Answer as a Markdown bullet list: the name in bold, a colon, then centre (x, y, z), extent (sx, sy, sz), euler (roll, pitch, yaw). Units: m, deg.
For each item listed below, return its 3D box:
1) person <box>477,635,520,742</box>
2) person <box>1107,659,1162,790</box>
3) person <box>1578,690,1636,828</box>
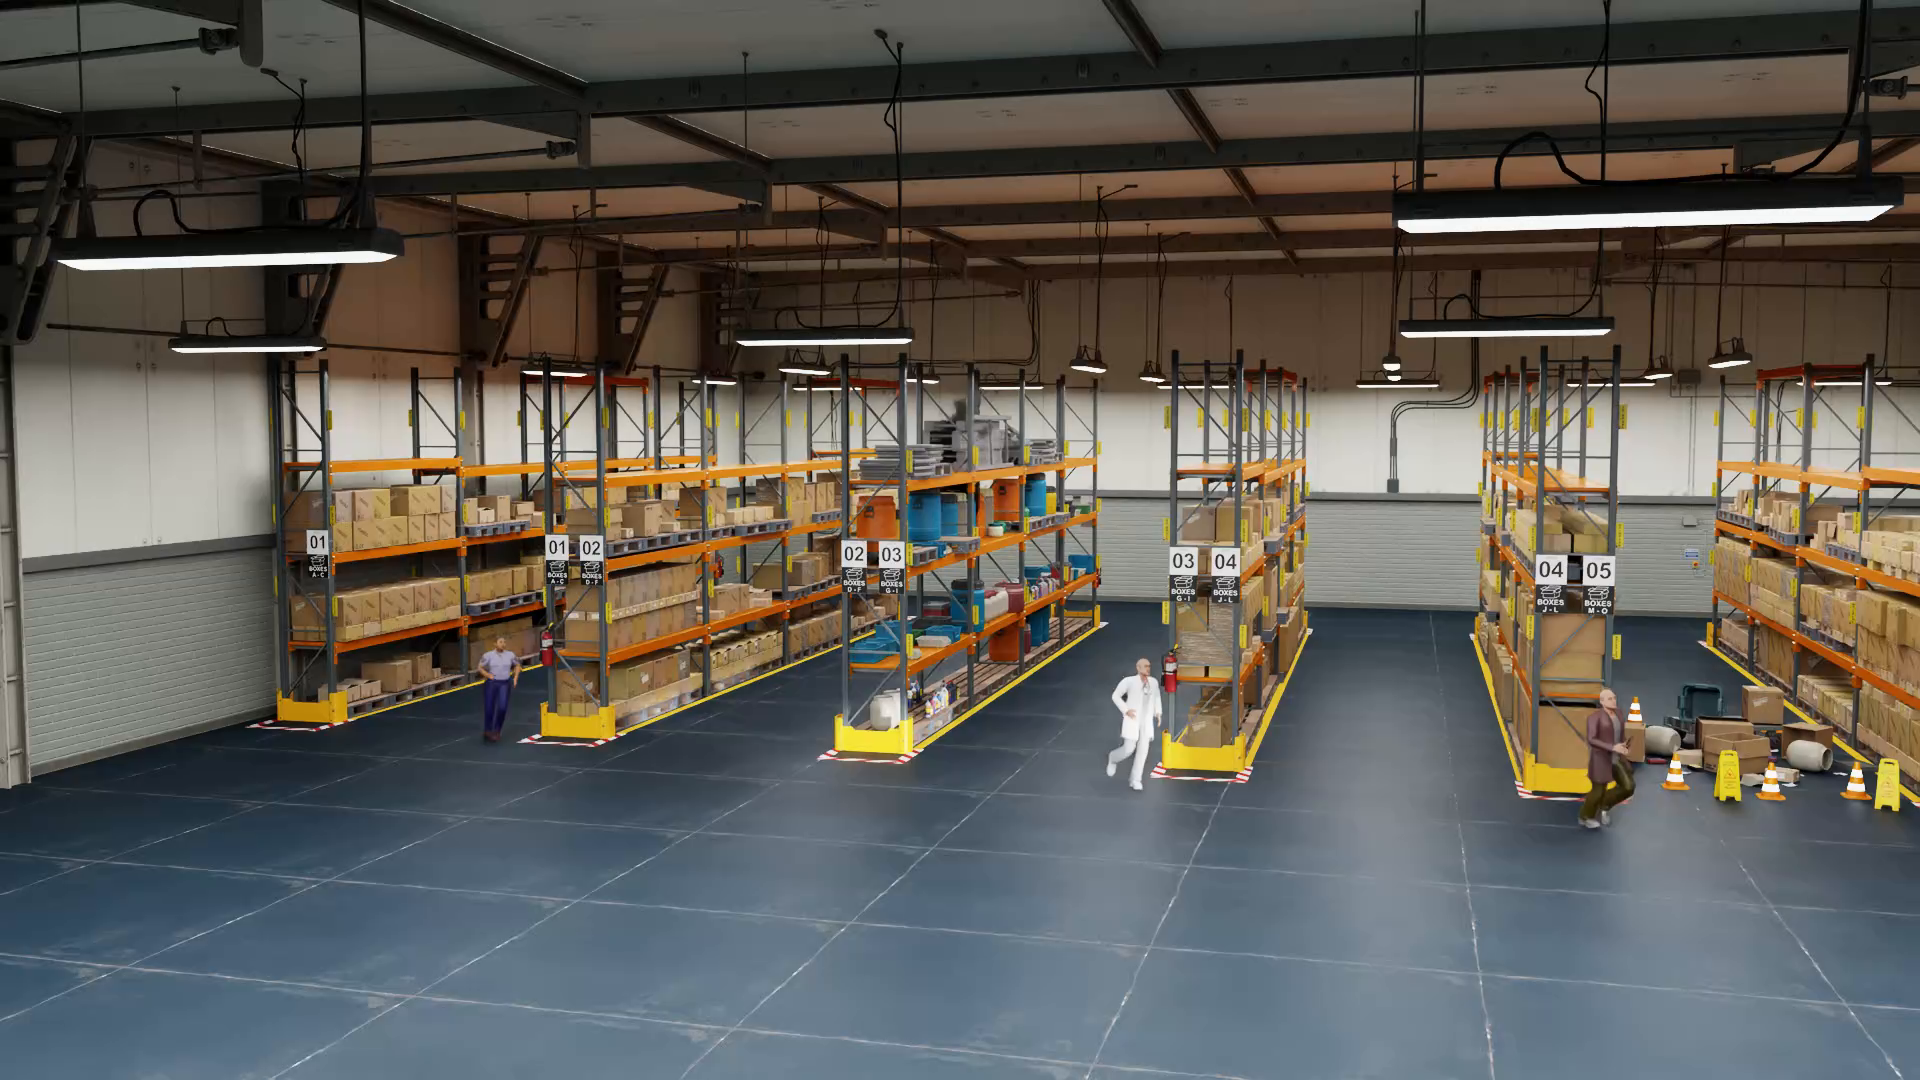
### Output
- **person**: centre (-7.226, 2.323, 26.079), extent (0.658, 1.649, 0.638), euler (-1, 4, -18)
- **person**: centre (2.472, 2.495, 22.829), extent (0.773, 1.723, 0.931), euler (-2, 4, -20)
- **person**: centre (7.883, 2.711, 20.185), extent (0.729, 1.649, 0.817), euler (-2, 4, -21)
